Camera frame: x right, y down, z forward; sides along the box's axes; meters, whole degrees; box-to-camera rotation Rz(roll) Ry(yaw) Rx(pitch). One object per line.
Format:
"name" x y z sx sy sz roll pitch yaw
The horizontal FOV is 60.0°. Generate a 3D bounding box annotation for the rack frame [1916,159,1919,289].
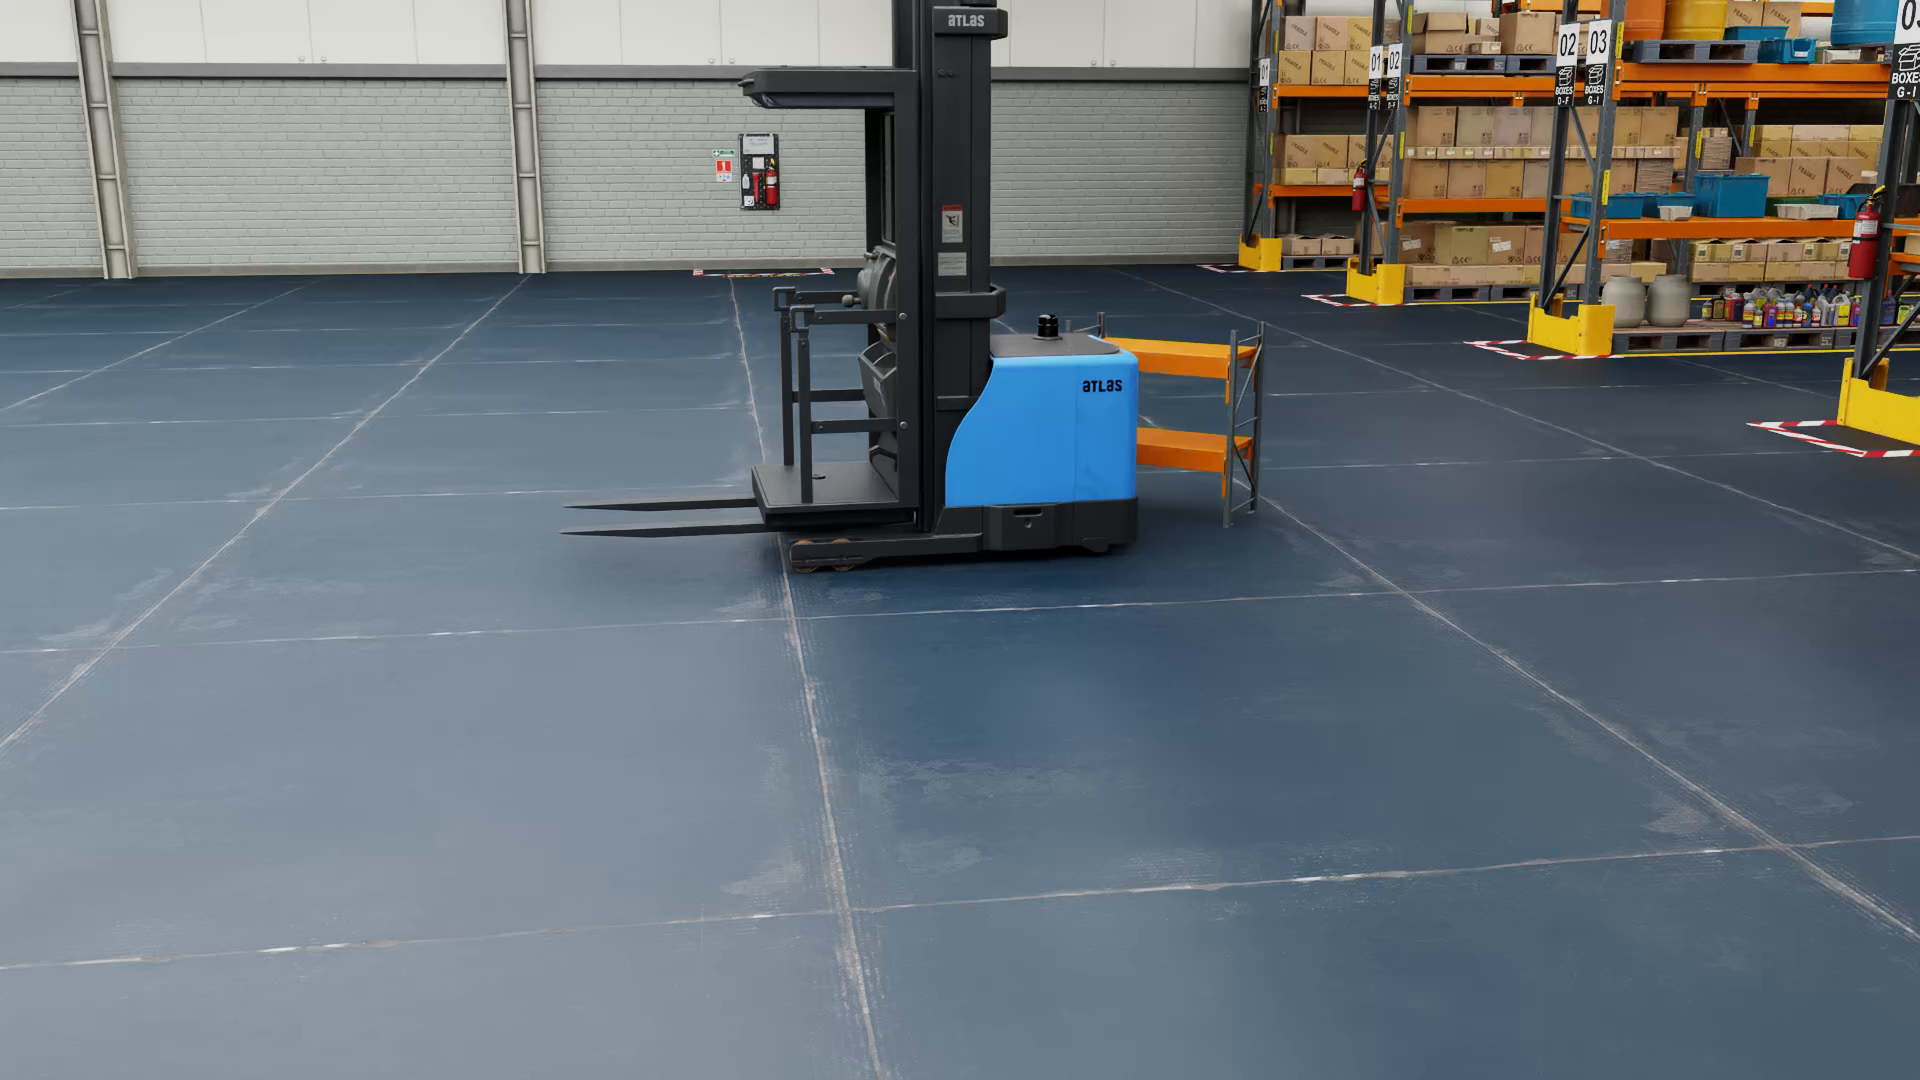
"rack frame" 13.354 -4.895 22.573 0.127 3.000 1.000 -2 14 -8

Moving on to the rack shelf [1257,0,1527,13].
"rack shelf" 6.679 -8.428 25.815 4.000 0.370 1.077 -2 14 -8

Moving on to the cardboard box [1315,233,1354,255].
"cardboard box" 5.962 -4.730 26.537 0.500 0.311 0.500 -1 14 -4

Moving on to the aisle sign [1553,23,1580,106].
"aisle sign" 6.062 -4.743 16.624 0.004 0.787 0.394 -2 14 -8

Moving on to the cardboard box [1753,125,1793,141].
"cardboard box" 13.128 -6.608 27.004 0.500 0.250 0.500 -2 14 -7

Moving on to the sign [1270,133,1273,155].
"sign" 4.782 -6.086 25.542 0.005 0.325 0.100 -2 14 -8

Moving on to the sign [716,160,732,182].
"sign" -3.680 -5.754 25.926 0.234 0.329 0.001 -2 14 -8

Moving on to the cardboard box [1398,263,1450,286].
"cardboard box" 6.006 -3.441 21.565 0.500 0.250 0.500 -2 14 -8

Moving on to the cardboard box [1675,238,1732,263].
"cardboard box" 9.844 -3.847 22.031 0.500 0.311 0.500 -2 14 -8

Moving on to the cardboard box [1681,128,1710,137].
"cardboard box" 11.959 -6.628 27.040 0.250 0.149 0.380 -5 15 -18

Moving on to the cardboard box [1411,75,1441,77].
"cardboard box" 7.150 -7.332 25.879 0.500 0.500 0.500 -3 14 -11

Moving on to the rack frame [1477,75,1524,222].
"rack frame" 8.656 -5.941 26.746 0.127 3.000 1.000 -2 14 -8

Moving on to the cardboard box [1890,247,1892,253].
"cardboard box" 12.359 -3.938 22.395 0.500 0.311 0.500 -2 14 -9

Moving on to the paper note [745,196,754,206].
"paper note" -3.303 -5.315 26.059 0.142 0.148 0.016 -2 14 -8

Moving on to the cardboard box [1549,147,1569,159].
"cardboard box" 7.643 -4.996 21.436 0.250 0.149 0.380 -2 14 -6

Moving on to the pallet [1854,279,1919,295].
"pallet" 12.534 -3.522 22.831 1.213 0.211 1.003 -2 14 -8

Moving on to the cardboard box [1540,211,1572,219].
"cardboard box" 9.817 -5.353 27.094 0.500 0.250 0.500 -2 14 -9

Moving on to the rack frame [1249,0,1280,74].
"rack frame" 4.701 -8.706 25.438 0.127 3.000 1.000 -2 14 -8

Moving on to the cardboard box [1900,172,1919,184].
"cardboard box" 12.987 -4.849 22.573 0.500 0.311 0.500 -1 14 -5

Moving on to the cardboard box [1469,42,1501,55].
"cardboard box" 6.632 -6.210 21.016 0.250 0.149 0.380 -2 14 -8

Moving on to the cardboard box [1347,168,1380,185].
"cardboard box" 6.247 -5.714 26.106 0.500 0.250 0.500 -2 14 -9

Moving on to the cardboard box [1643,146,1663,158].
"cardboard box" 8.916 -5.043 21.625 0.250 0.149 0.380 -2 14 -9

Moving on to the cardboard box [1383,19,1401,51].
"cardboard box" 6.616 -7.924 26.185 0.500 0.500 0.500 -2 14 -8

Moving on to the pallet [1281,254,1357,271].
"pallet" 5.585 -4.467 26.602 1.213 0.211 1.003 -2 14 -8

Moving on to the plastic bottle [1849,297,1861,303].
"plastic bottle" 9.302 -2.386 17.263 0.135 0.276 0.152 -2 14 -8

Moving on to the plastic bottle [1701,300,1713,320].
"plastic bottle" 7.928 -2.441 17.638 0.097 0.201 0.097 0 14 0

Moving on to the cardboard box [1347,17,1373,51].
"cardboard box" 6.127 -7.777 25.598 0.500 0.500 0.500 -2 14 -7

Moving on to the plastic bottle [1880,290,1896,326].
"plastic bottle" 9.538 -2.394 17.143 0.185 0.351 0.144 -2 14 -10

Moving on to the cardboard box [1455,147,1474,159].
"cardboard box" 6.370 -4.949 21.252 0.250 0.149 0.380 -2 14 -8

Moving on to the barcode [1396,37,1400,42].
"barcode" 5.669 -6.468 21.488 0.075 0.075 0.001 -2 14 -8

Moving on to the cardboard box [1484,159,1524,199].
"cardboard box" 6.917 -4.704 21.607 0.500 0.500 0.700 -2 14 -8

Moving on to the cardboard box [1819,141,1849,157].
"cardboard box" 14.140 -6.279 27.235 0.500 0.500 0.500 -2 14 -9

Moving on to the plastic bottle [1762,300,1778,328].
"plastic bottle" 8.243 -2.304 16.921 0.133 0.283 0.061 -2 14 -7

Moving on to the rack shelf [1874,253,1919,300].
"rack shelf" 8.893 -1.945 12.292 4.000 0.370 1.077 -2 14 -8

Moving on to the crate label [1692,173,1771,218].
"crate label" 7.957 -3.562 17.187 0.616 0.435 0.502 -2 14 -8

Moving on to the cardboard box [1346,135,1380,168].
"cardboard box" 6.220 -6.075 26.004 0.500 0.500 0.500 -3 14 -10

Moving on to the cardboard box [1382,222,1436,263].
"cardboard box" 5.929 -3.930 21.972 0.500 0.500 0.500 -2 14 -8

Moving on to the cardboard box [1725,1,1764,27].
"cardboard box" 10.014 -6.712 21.557 0.500 0.500 0.500 -2 14 -8

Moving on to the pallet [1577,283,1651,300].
"pallet" 8.606 -3.379 22.260 1.213 0.211 1.003 -2 14 -8

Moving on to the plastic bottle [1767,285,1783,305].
"plastic bottle" 8.665 -2.535 17.705 0.185 0.351 0.144 -2 14 -9

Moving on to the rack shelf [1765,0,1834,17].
"rack shelf" 14.590 -8.526 27.019 4.000 0.370 1.077 -2 14 -8

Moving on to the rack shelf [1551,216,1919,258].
"rack shelf" 8.155 -3.137 17.042 4.000 0.370 1.077 -2 14 -8

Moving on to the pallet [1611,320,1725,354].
"pallet" 7.049 -2.103 17.173 1.213 0.211 1.003 -2 14 -8

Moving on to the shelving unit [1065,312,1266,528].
"shelving unit" 1.194 -0.727 9.809 1.048 1.125 0.538 8 16 28

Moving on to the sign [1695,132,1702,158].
"sign" 9.482 -5.075 21.348 0.005 0.325 0.100 -2 14 -8

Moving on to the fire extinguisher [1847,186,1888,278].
"fire extinguisher" 6.733 -2.291 12.350 0.183 0.674 0.296 -2 14 -8

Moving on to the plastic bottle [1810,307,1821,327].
"plastic bottle" 8.755 -2.287 17.024 0.097 0.201 0.097 0 14 0

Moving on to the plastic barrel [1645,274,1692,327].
"plastic barrel" 7.312 -2.471 17.158 0.421 0.512 0.421 0 14 0

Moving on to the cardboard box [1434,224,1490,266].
"cardboard box" 6.500 -3.823 21.548 0.500 0.500 0.500 -2 14 -8

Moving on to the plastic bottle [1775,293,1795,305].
"plastic bottle" 8.712 -2.464 17.576 0.135 0.276 0.152 -2 14 -8

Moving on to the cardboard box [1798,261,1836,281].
"cardboard box" 11.354 -3.631 22.322 0.500 0.250 0.500 -2 14 -7

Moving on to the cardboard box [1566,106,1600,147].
"cardboard box" 7.966 -5.373 21.609 0.500 0.500 0.700 -2 14 -8

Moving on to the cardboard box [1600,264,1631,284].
"cardboard box" 8.476 -3.535 21.939 0.500 0.250 0.500 -2 14 -8

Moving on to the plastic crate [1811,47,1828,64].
"plastic crate" 8.532 -4.919 16.938 0.450 0.188 0.336 -2 14 -8

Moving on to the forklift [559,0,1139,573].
"forklift" -0.617 -1.393 8.749 3.031 2.935 1.130 -3 14 -11
